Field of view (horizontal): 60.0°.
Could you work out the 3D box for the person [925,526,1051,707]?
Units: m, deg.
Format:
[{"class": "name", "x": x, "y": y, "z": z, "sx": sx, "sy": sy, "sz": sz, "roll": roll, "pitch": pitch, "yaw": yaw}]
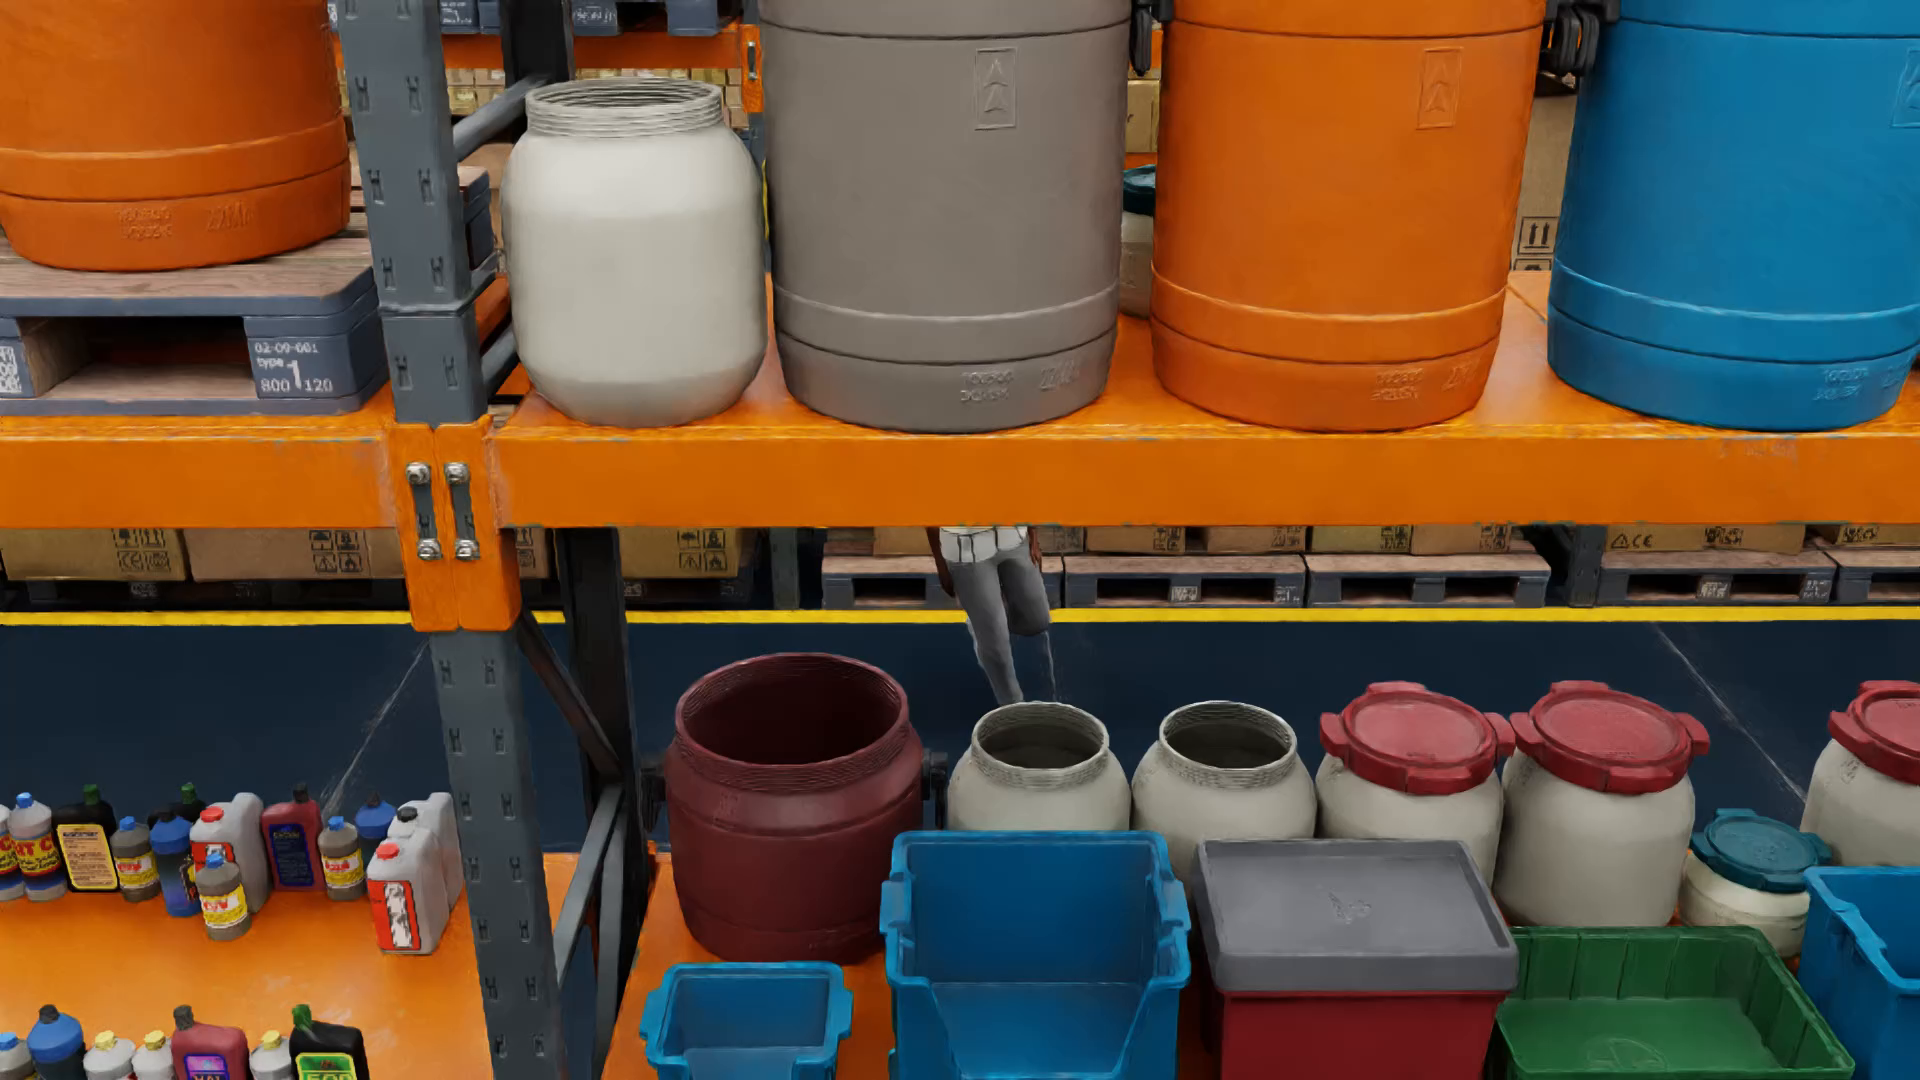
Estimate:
[{"class": "person", "x": 0.087, "y": 0.045, "z": 7.047, "sx": 0.540, "sy": 1.621, "sz": 0.605, "roll": -13, "pitch": 27, "yaw": -27}]
